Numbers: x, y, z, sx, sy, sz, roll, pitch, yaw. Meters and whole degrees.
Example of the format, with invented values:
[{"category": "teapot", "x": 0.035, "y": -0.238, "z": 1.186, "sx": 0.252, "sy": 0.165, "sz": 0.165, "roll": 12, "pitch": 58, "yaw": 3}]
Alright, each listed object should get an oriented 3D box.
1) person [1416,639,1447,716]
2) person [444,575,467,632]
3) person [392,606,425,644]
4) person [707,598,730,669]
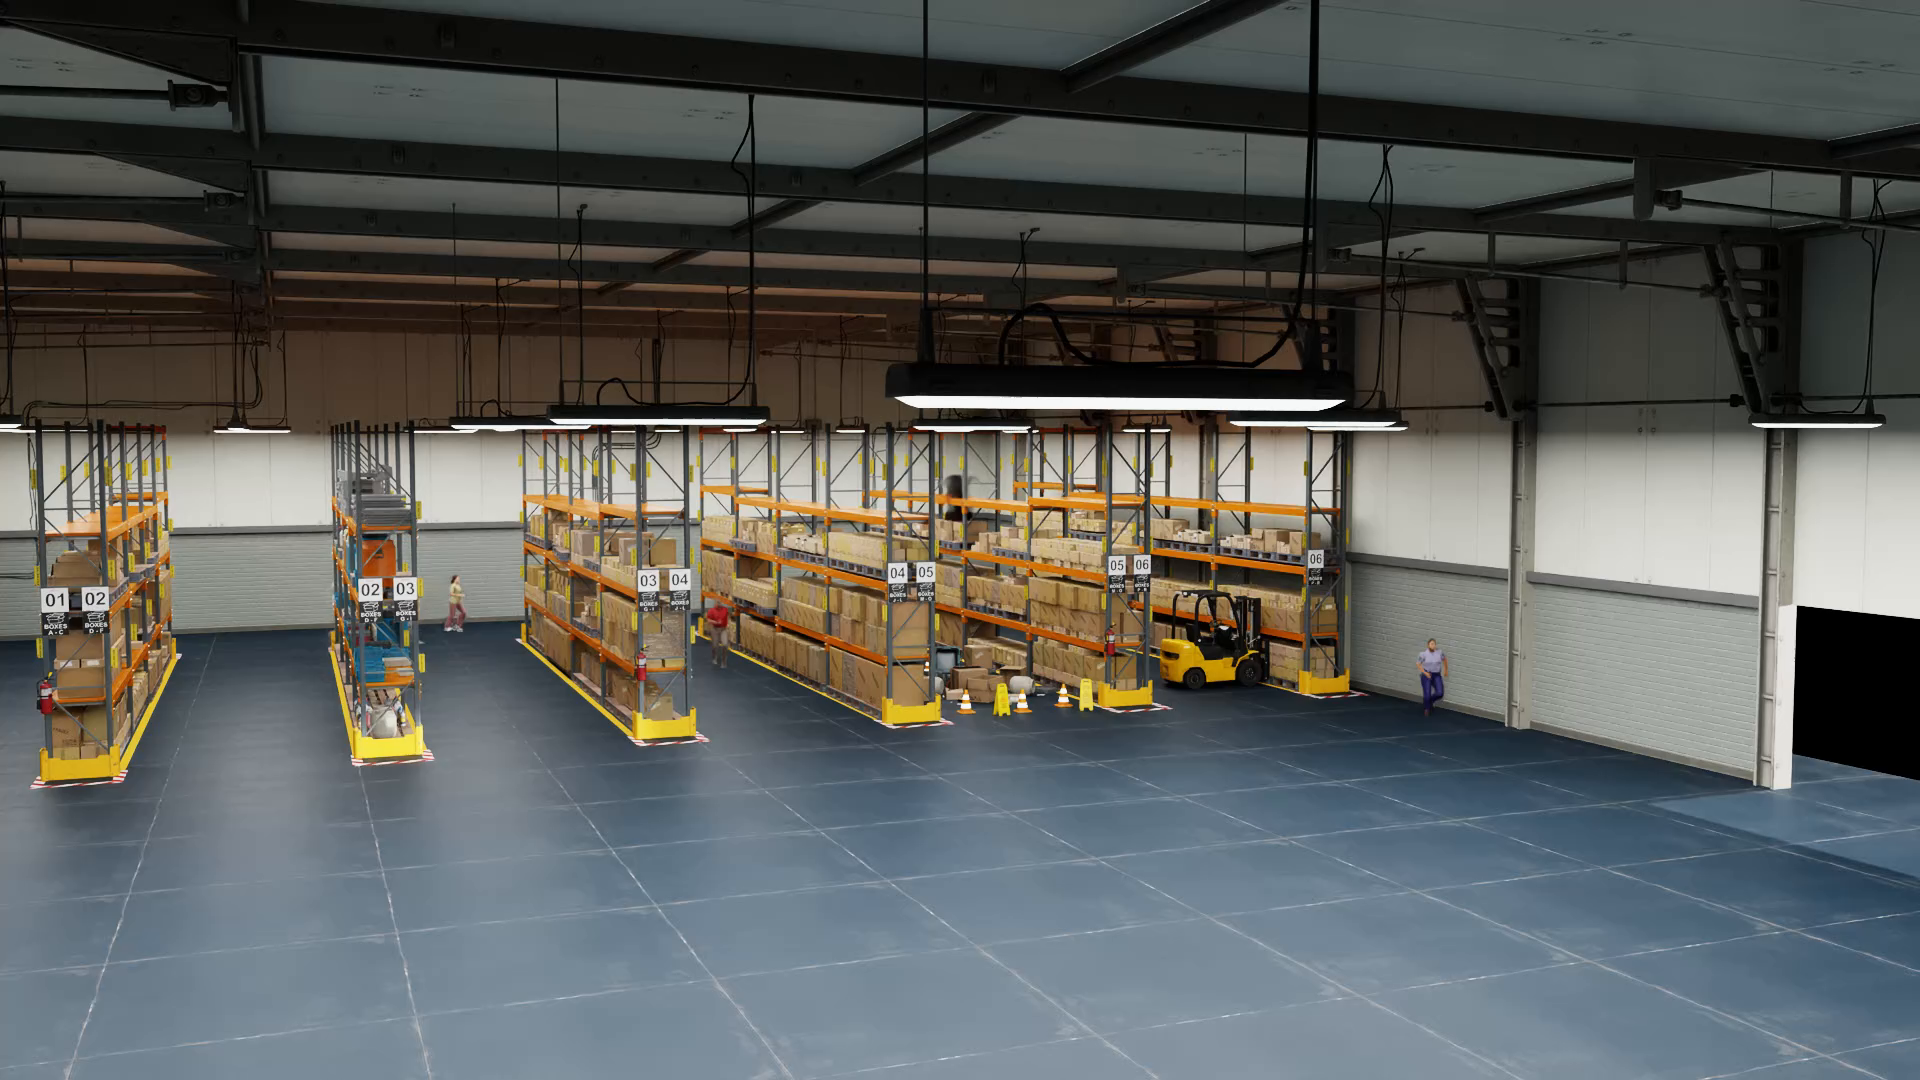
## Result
[{"category": "person", "x": 9.658, "y": 2.805, "z": 34.004, "sx": 0.669, "sy": 1.602, "sz": 0.522, "roll": 0, "pitch": 4, "yaw": -7}, {"category": "person", "x": -14.712, "y": 1.860, "z": 48.487, "sx": 0.758, "sy": 1.695, "sz": 0.583, "roll": 1, "pitch": 4, "yaw": 17}, {"category": "person", "x": -15.240, "y": 2.010, "z": 45.559, "sx": 0.986, "sy": 1.708, "sz": 0.758, "roll": 2, "pitch": 4, "yaw": 23}, {"category": "person", "x": -5.957, "y": 2.310, "z": 41.051, "sx": 0.610, "sy": 1.790, "sz": 0.855, "roll": -1, "pitch": 4, "yaw": -19}]
